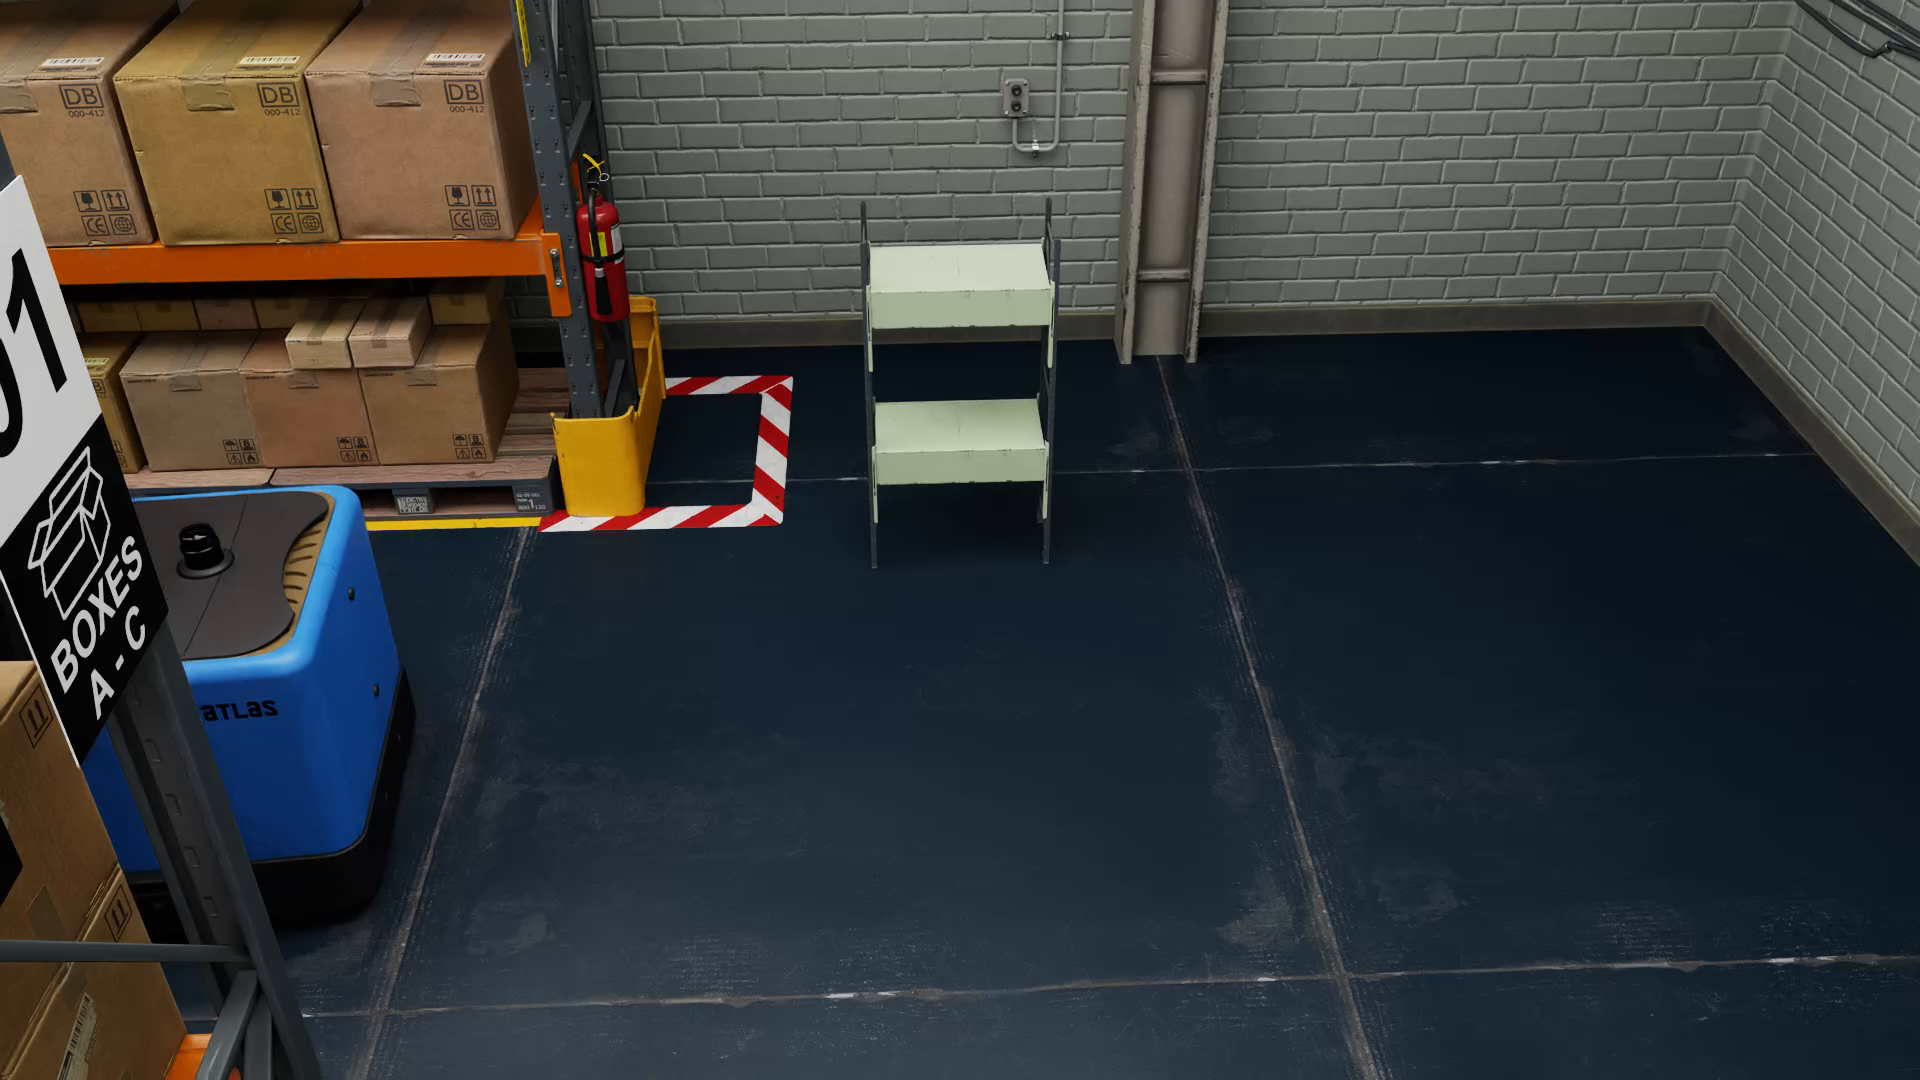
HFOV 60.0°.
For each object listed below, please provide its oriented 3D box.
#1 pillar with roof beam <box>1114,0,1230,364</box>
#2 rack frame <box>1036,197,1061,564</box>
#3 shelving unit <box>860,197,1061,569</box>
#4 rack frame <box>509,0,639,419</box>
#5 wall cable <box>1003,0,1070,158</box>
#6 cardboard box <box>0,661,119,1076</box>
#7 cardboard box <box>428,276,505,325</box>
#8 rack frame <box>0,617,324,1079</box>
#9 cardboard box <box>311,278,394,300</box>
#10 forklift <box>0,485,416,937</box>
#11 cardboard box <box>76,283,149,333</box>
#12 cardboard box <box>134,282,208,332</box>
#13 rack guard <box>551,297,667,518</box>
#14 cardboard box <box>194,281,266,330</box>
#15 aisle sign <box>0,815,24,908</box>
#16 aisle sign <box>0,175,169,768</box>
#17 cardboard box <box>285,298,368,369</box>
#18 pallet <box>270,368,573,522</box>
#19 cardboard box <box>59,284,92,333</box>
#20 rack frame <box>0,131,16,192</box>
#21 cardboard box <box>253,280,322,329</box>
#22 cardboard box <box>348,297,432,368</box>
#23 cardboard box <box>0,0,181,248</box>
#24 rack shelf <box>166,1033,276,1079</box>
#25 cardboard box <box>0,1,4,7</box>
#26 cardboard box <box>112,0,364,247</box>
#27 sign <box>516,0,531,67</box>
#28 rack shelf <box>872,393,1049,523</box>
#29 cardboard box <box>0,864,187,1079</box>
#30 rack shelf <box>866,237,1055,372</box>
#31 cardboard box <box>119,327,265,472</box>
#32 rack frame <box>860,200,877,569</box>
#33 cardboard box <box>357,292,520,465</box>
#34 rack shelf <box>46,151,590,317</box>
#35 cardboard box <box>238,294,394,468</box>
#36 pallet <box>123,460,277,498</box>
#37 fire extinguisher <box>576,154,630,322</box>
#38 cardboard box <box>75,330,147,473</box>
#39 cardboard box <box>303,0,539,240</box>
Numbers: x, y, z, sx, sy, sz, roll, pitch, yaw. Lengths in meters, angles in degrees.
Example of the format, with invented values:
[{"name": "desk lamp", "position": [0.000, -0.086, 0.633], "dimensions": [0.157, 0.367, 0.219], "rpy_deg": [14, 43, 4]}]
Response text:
[{"name": "pillar with roof beam", "position": [1.221, -2.253, 2.597], "dimensions": [0.400, 9.000, 9.100], "rpy_deg": [-2, 35, -2]}, {"name": "rack frame", "position": [0.359, -0.626, 6.837], "dimensions": [0.023, 1.500, 0.400], "rpy_deg": [-2, 35, -2]}, {"name": "shelving unit", "position": [-0.007, -0.617, 6.823], "dimensions": [0.755, 1.500, 0.431], "rpy_deg": [-2, 35, -2]}, {"name": "rack frame", "position": [-1.639, -1.668, 7.025], "dimensions": [0.127, 3.000, 1.000], "rpy_deg": [-2, 35, -2]}, {"name": "wall cable", "position": [-0.404, -2.658, 7.563], "dimensions": [1.851, 1.984, 0.084], "rpy_deg": [-2, 35, -2]}, {"name": "cardboard box", "position": [-1.856, 0.557, 2.843], "dimensions": [0.500, 0.500, 0.500], "rpy_deg": [-1, 35, -1]}, {"name": "cardboard box", "position": [-2.218, -1.121, 7.492], "dimensions": [0.250, 0.149, 0.380], "rpy_deg": [-1, 35, -2]}, {"name": "rack frame", "position": [-1.400, 1.147, 2.956], "dimensions": [0.127, 3.000, 1.000], "rpy_deg": [-2, 35, -2]}, {"name": "cardboard box", "position": [-2.724, -1.107, 7.471], "dimensions": [0.250, 0.149, 0.380], "rpy_deg": [-1, 35, -2]}, {"name": "forklift", "position": [-3.465, -0.138, 4.874], "dimensions": [3.031, 2.935, 1.130], "rpy_deg": [-4, 35, -6]}, {"name": "cardboard box", "position": [-3.737, -1.080, 7.432], "dimensions": [0.250, 0.149, 0.380], "rpy_deg": [-2, 35, -3]}, {"name": "cardboard box", "position": [-3.484, -1.086, 7.441], "dimensions": [0.250, 0.149, 0.380], "rpy_deg": [-1, 35, -2]}, {"name": "rack guard", "position": [-1.615, -0.641, 7.737], "dimensions": [0.348, 0.500, 1.175], "rpy_deg": [-2, 35, -2]}, {"name": "cardboard box", "position": [-3.228, -1.093, 7.452], "dimensions": [0.250, 0.149, 0.380], "rpy_deg": [-1, 35, -2]}, {"name": "aisle sign", "position": [-1.318, 0.251, 1.967], "dimensions": [0.004, 0.787, 0.394], "rpy_deg": [-2, 35, -2]}, {"name": "aisle sign", "position": [-1.346, -0.090, 2.460], "dimensions": [0.004, 0.787, 0.394], "rpy_deg": [-2, 35, -2]}, {"name": "cardboard box", "position": [-2.708, -0.890, 7.157], "dimensions": [0.250, 0.149, 0.380], "rpy_deg": [-1, 35, -1]}, {"name": "pallet", "position": [-2.434, -0.456, 7.723], "dimensions": [1.213, 0.211, 1.003], "rpy_deg": [-2, 35, -2]}, {"name": "cardboard box", "position": [-3.995, -1.072, 7.421], "dimensions": [0.250, 0.149, 0.380], "rpy_deg": [-1, 35, -2]}, {"name": "rack frame", "position": [-1.400, -1.320, 1.249], "dimensions": [0.127, 3.000, 1.000], "rpy_deg": [-2, 35, -2]}, {"name": "cardboard box", "position": [-2.974, -1.101, 7.462], "dimensions": [0.250, 0.149, 0.380], "rpy_deg": [-1, 35, -2]}, {"name": "cardboard box", "position": [-2.453, -0.897, 7.168], "dimensions": [0.250, 0.149, 0.380], "rpy_deg": [-2, 35, -3]}, {"name": "cardboard box", "position": [-3.636, -1.731, 6.852], "dimensions": [0.700, 0.700, 0.980], "rpy_deg": [-3, 35, -5]}, {"name": "rack shelf", "position": [-3.398, 1.497, 3.083], "dimensions": [4.000, 0.370, 1.077], "rpy_deg": [-2, 35, -2]}, {"name": "cardboard box", "position": [-4.362, -1.706, 6.815], "dimensions": [0.700, 0.700, 0.980], "rpy_deg": [-2, 35, -3]}, {"name": "cardboard box", "position": [-2.874, -1.746, 6.874], "dimensions": [0.700, 0.700, 0.980], "rpy_deg": [-2, 35, -3]}, {"name": "sign", "position": [-1.627, -1.933, 6.182], "dimensions": [0.005, 0.325, 0.100], "rpy_deg": [-2, 35, -2]}, {"name": "rack shelf", "position": [-0.007, -0.348, 7.008], "dimensions": [0.720, 0.370, 0.431], "rpy_deg": [-2, 35, -2]}, {"name": "cardboard box", "position": [-1.856, 0.968, 3.127], "dimensions": [0.500, 0.500, 0.500], "rpy_deg": [-1, 35, -1]}, {"name": "rack shelf", "position": [-0.007, -0.937, 6.601], "dimensions": [0.720, 0.370, 0.431], "rpy_deg": [-2, 35, -2]}, {"name": "cardboard box", "position": [-3.335, -0.710, 7.468], "dimensions": [0.500, 0.500, 0.700], "rpy_deg": [-3, 35, -4]}, {"name": "rack frame", "position": [-0.372, -0.607, 6.809], "dimensions": [0.023, 1.500, 0.400], "rpy_deg": [-2, 35, -2]}, {"name": "cardboard box", "position": [-2.333, -0.737, 7.507], "dimensions": [0.500, 0.500, 0.700], "rpy_deg": [-2, 35, -2]}, {"name": "rack shelf", "position": [-3.636, -1.319, 7.152], "dimensions": [4.000, 0.370, 1.077], "rpy_deg": [-2, 35, -2]}, {"name": "cardboard box", "position": [-2.833, -0.724, 7.488], "dimensions": [0.500, 0.500, 0.700], "rpy_deg": [-2, 35, -2]}, {"name": "pallet", "position": [-3.649, -0.425, 7.678], "dimensions": [1.213, 0.211, 1.003], "rpy_deg": [-2, 35, -2]}, {"name": "fire extinguisher", "position": [-1.466, -1.225, 6.780], "dimensions": [0.183, 0.674, 0.296], "rpy_deg": [-2, 35, -2]}, {"name": "cardboard box", "position": [-3.867, -0.692, 7.441], "dimensions": [0.500, 0.500, 0.700], "rpy_deg": [-1, 35, -1]}, {"name": "cardboard box", "position": [-2.148, -1.772, 6.911], "dimensions": [0.700, 0.700, 0.980], "rpy_deg": [0, 35, 0]}]
